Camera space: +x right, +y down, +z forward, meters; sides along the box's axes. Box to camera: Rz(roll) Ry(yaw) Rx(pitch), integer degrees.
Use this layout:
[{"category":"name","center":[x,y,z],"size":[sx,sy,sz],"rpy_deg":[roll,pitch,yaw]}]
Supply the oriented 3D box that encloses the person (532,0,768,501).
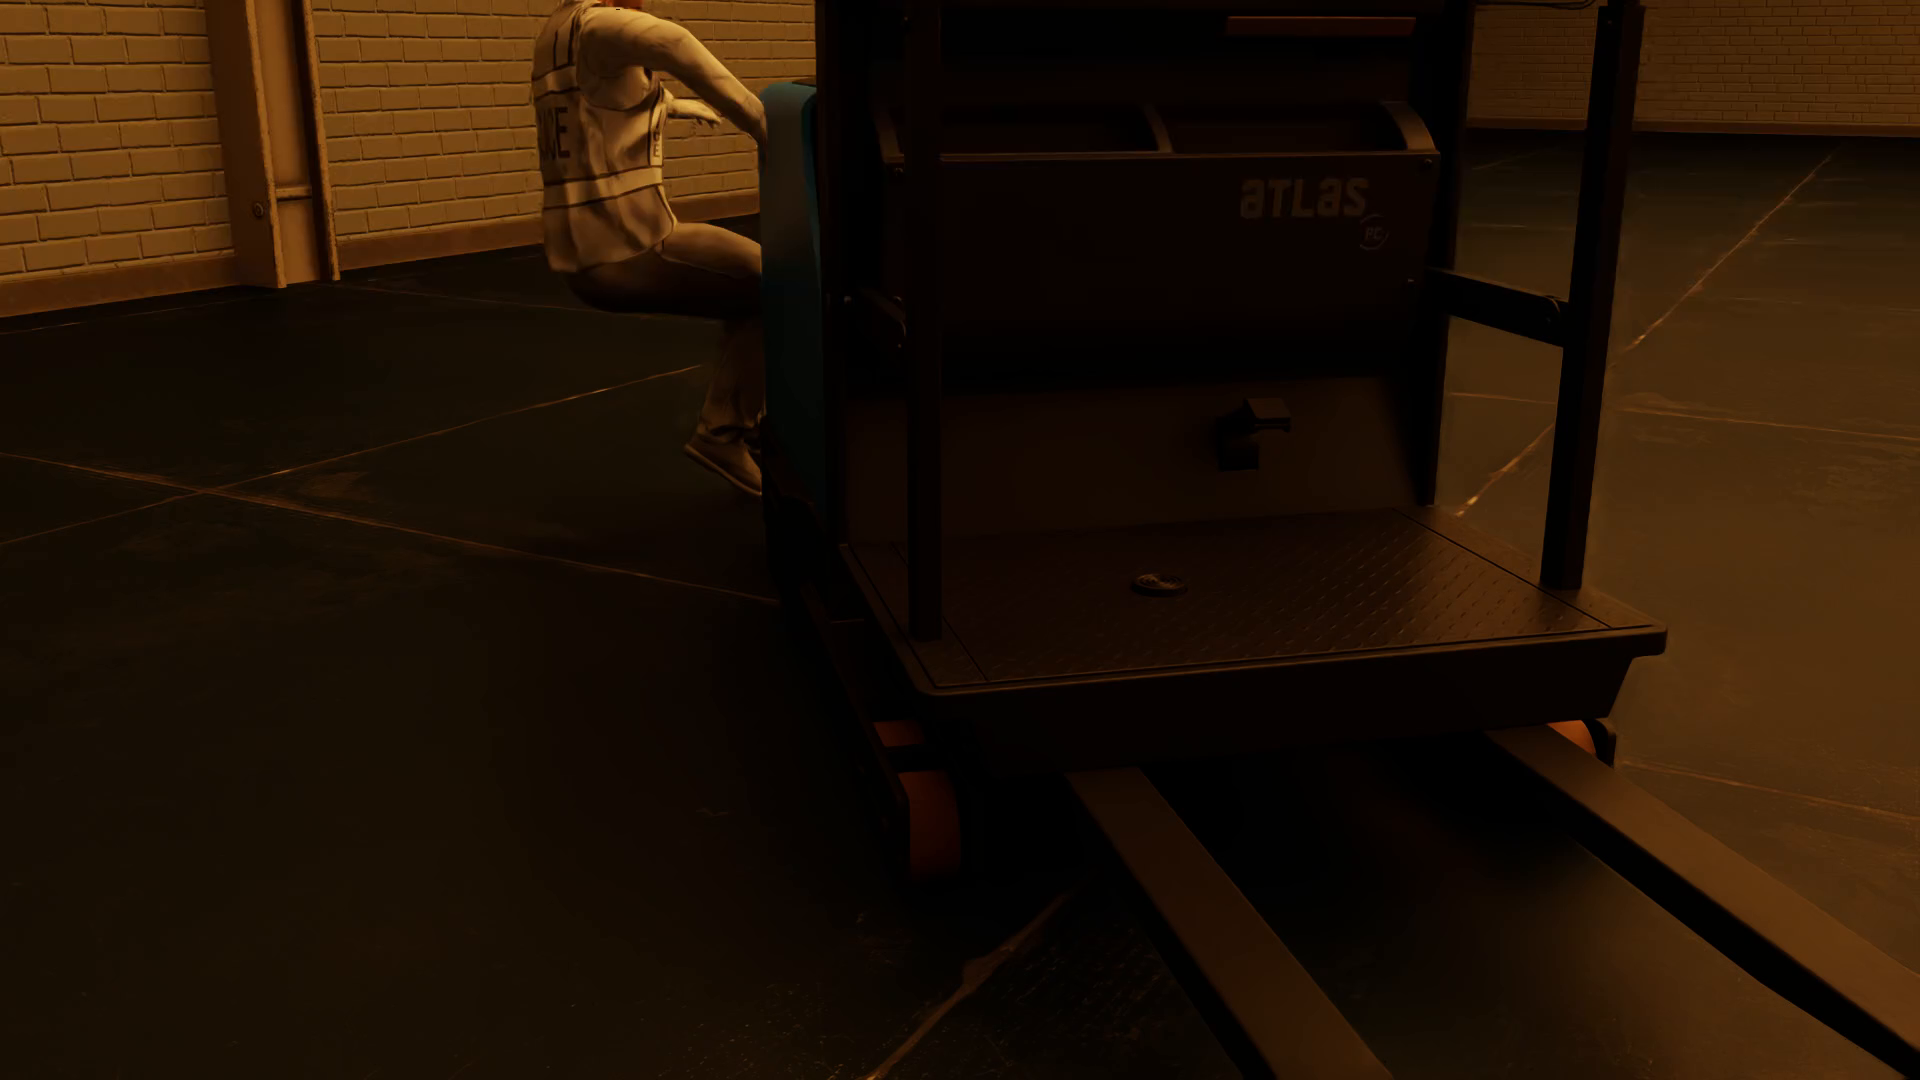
[{"category":"person","center":[-0.597,-0.785,3.991],"size":[0.780,1.442,1.010],"rpy_deg":[-11,19,-32]}]

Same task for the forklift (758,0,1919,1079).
[{"category":"forklift","center":[0.370,-1.032,2.356],"size":[1.130,2.935,3.031],"rpy_deg":[-4,17,-13]}]
